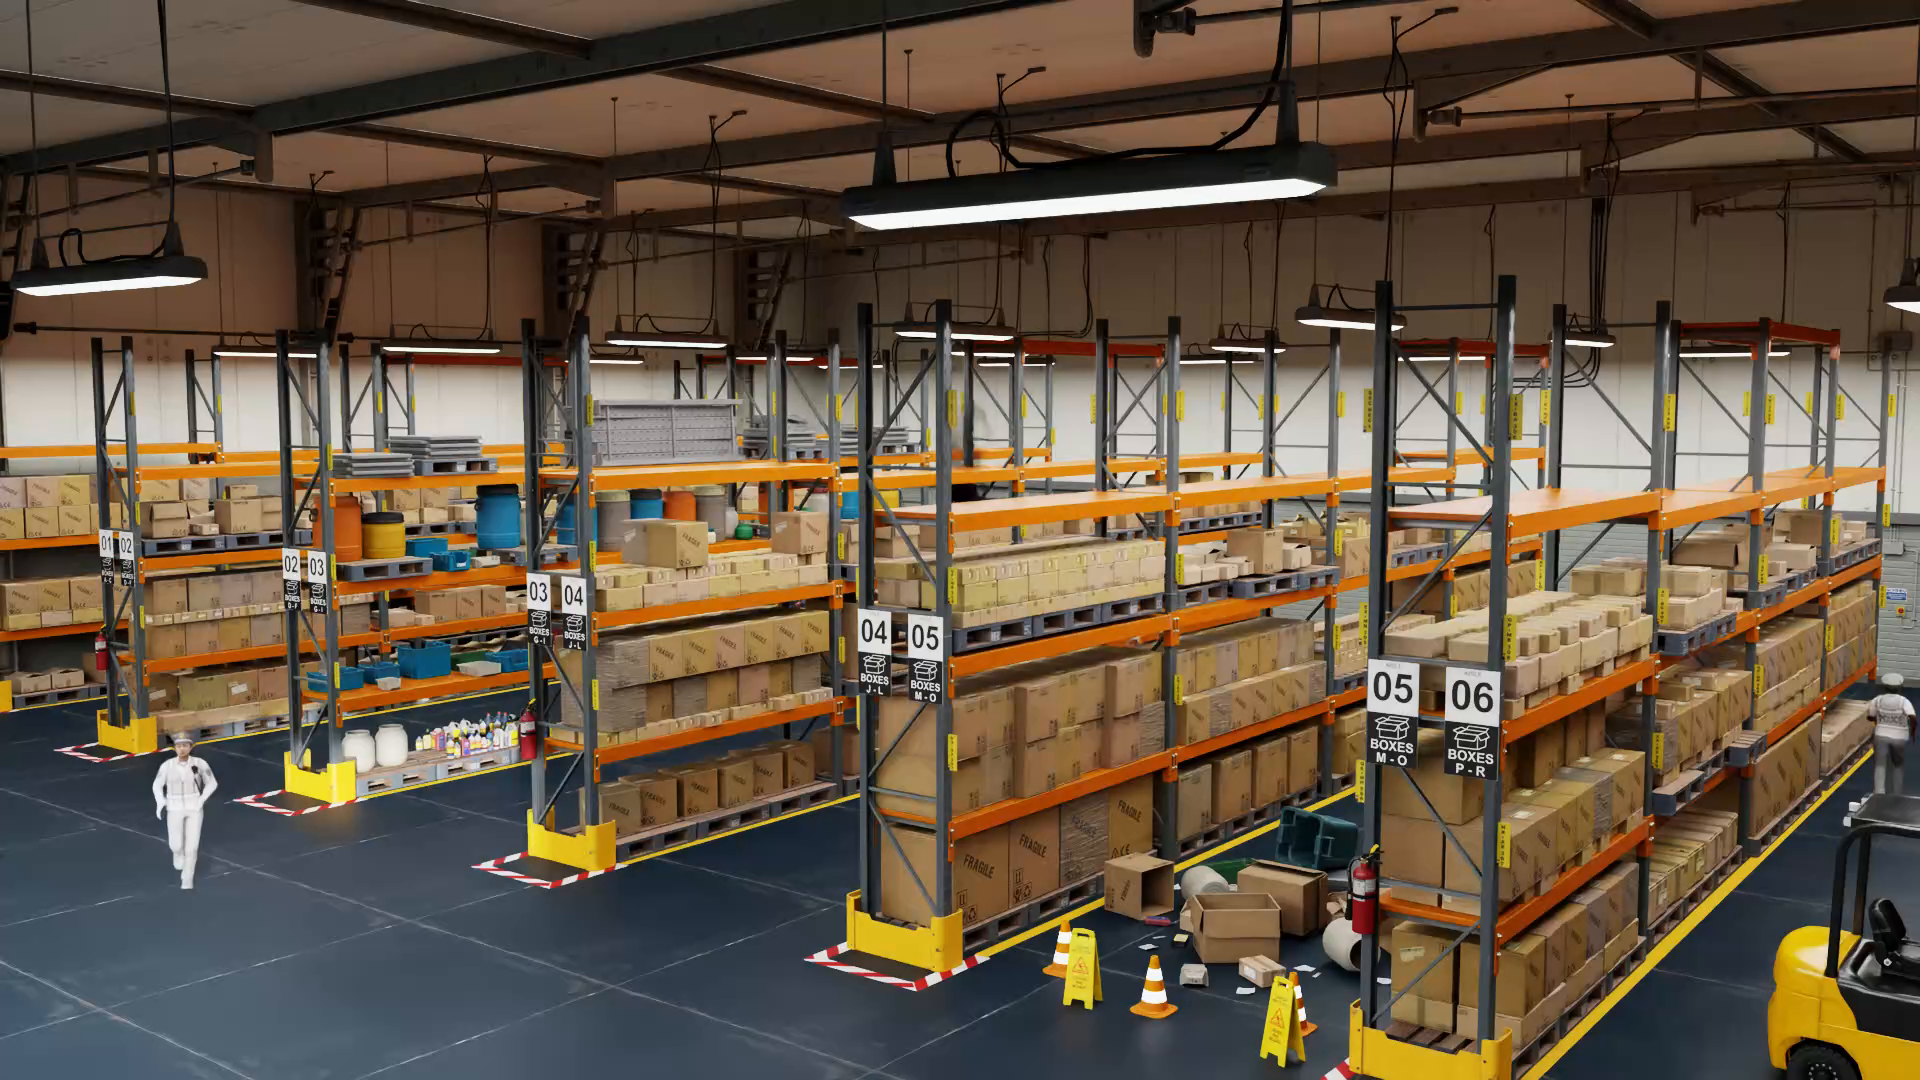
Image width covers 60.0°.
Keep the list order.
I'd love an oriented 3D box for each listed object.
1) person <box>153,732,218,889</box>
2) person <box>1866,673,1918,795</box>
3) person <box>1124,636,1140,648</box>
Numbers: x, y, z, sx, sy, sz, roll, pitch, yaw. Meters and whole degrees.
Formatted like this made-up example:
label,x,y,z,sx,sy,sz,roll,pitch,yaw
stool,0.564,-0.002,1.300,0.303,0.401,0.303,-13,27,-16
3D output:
label,x,y,z,sx,sy,sz,roll,pitch,yaw
person,-8.149,2.828,17.505,0.631,1.646,0.544,-2,5,-21
person,11.567,2.506,20.665,0.566,1.706,0.908,3,6,31
person,2.187,2.087,21.426,0.644,1.826,0.851,3,6,34
